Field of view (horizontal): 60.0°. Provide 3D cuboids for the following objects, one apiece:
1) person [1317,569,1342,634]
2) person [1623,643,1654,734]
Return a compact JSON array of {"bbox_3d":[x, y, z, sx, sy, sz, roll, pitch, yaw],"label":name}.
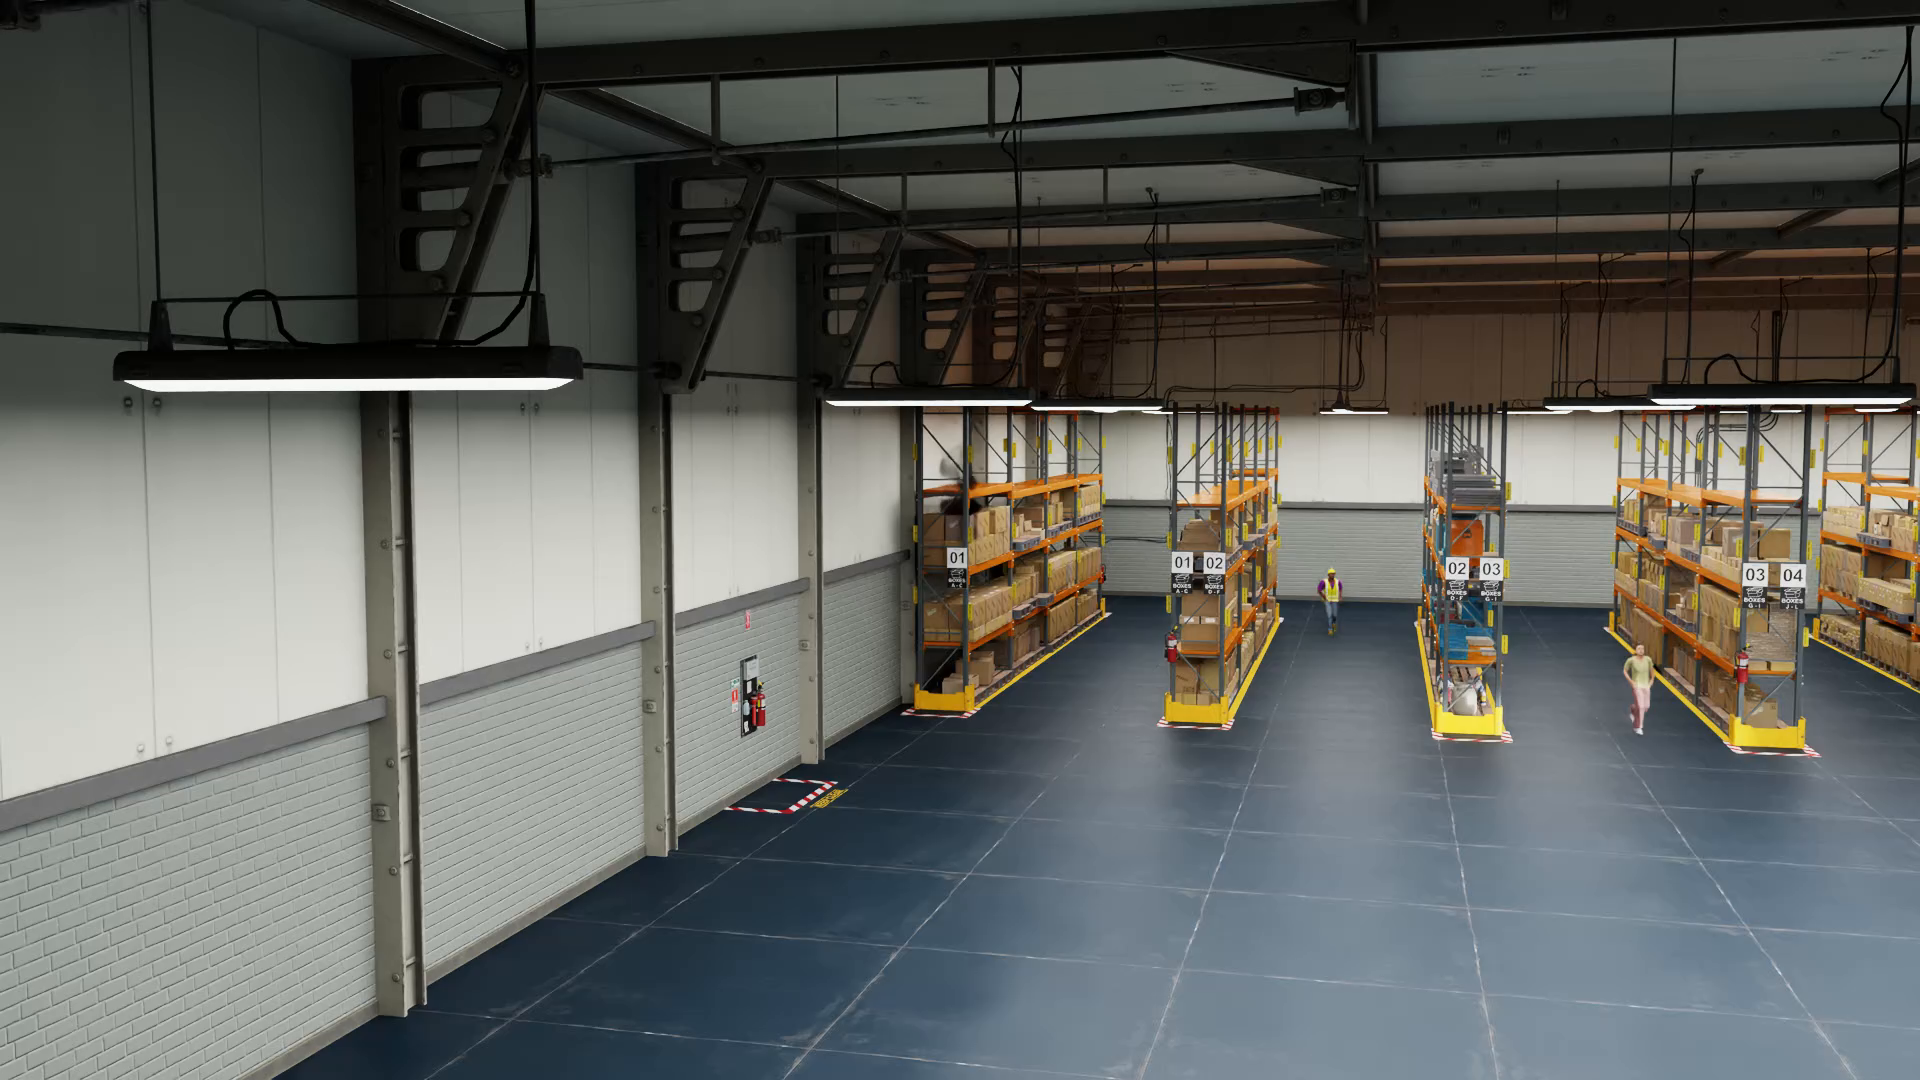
[{"bbox_3d":[9.766,1.625,43.833,0.683,1.732,0.612,0,4,2],"label":"person"},{"bbox_3d":[12.355,2.680,30.323,0.577,1.648,0.630,0,4,1],"label":"person"}]
